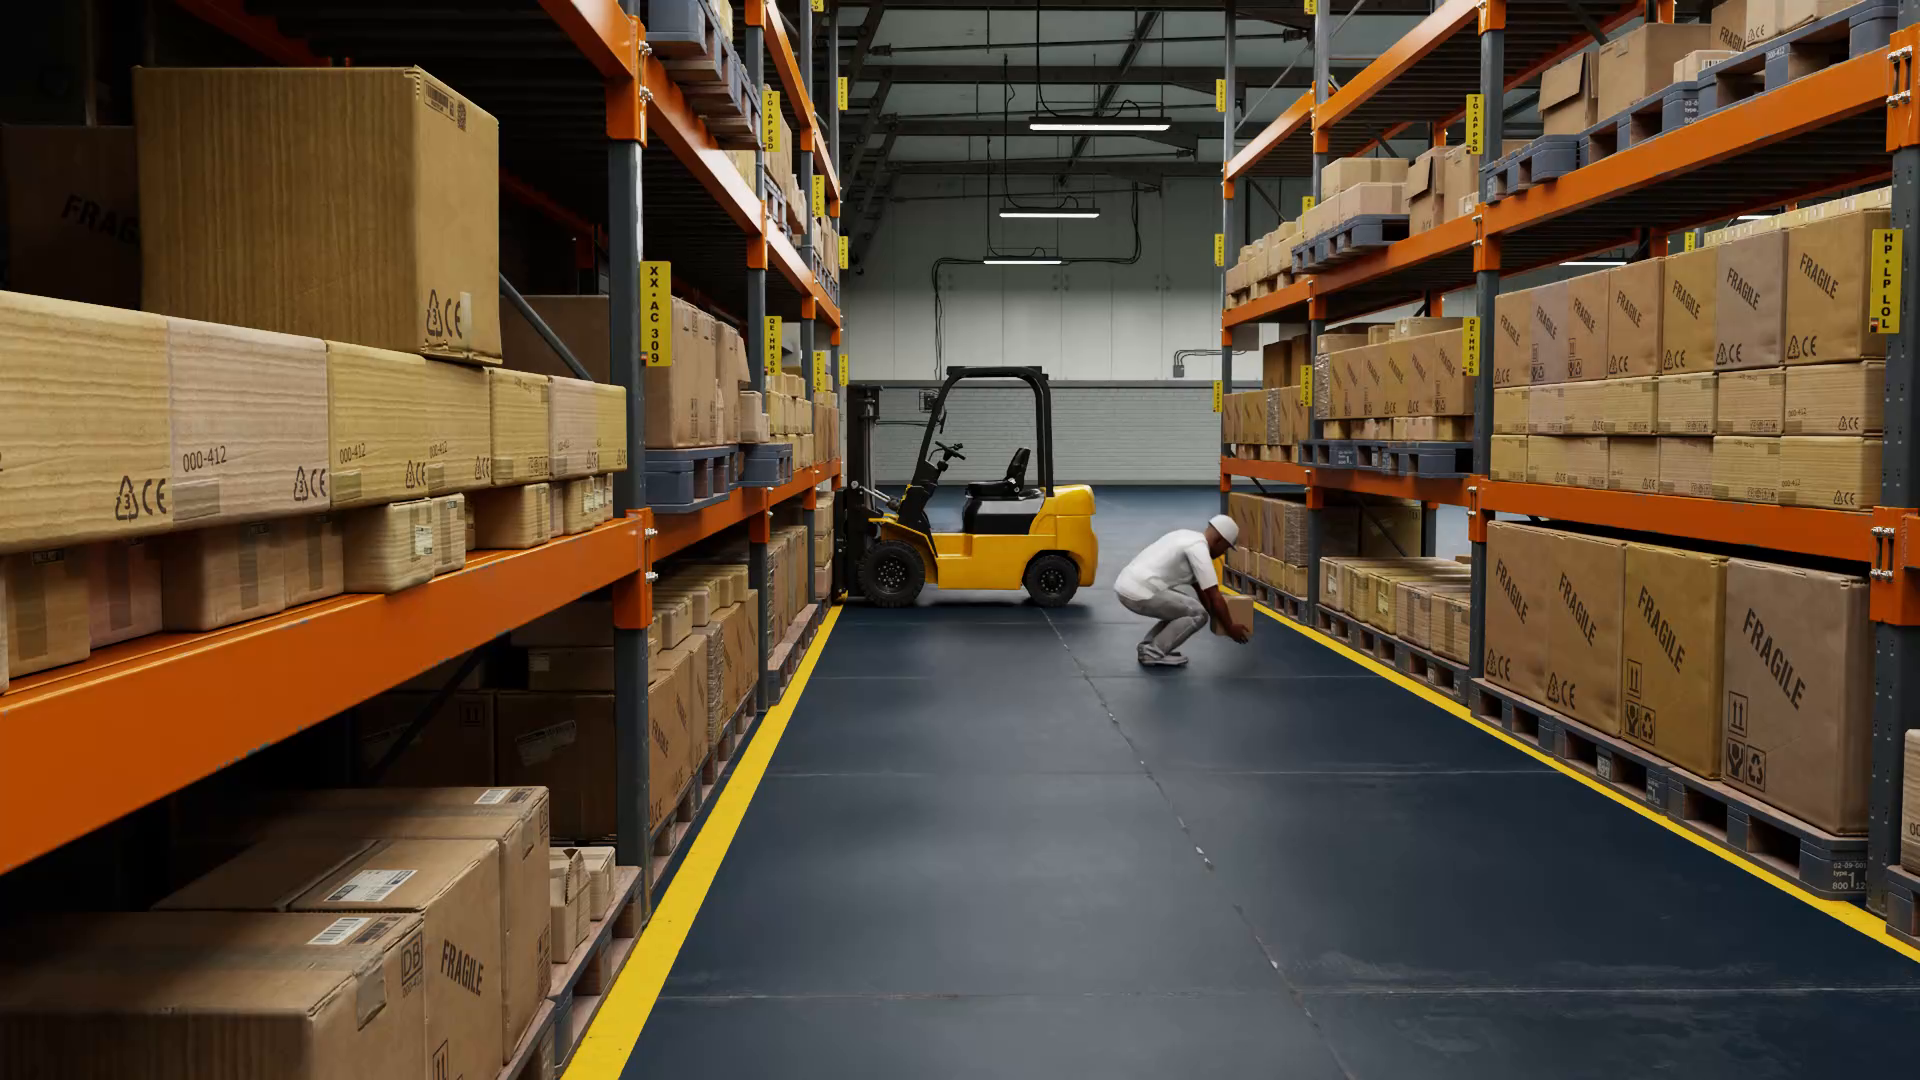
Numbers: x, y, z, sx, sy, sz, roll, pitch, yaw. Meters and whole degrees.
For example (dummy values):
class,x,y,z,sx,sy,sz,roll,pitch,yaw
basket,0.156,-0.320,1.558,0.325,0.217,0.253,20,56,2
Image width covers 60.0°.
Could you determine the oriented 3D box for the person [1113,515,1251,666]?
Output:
class,x,y,z,sx,sy,sz,roll,pitch,yaw
person,1.497,0.334,11.320,0.898,1.008,0.583,0,4,-1
